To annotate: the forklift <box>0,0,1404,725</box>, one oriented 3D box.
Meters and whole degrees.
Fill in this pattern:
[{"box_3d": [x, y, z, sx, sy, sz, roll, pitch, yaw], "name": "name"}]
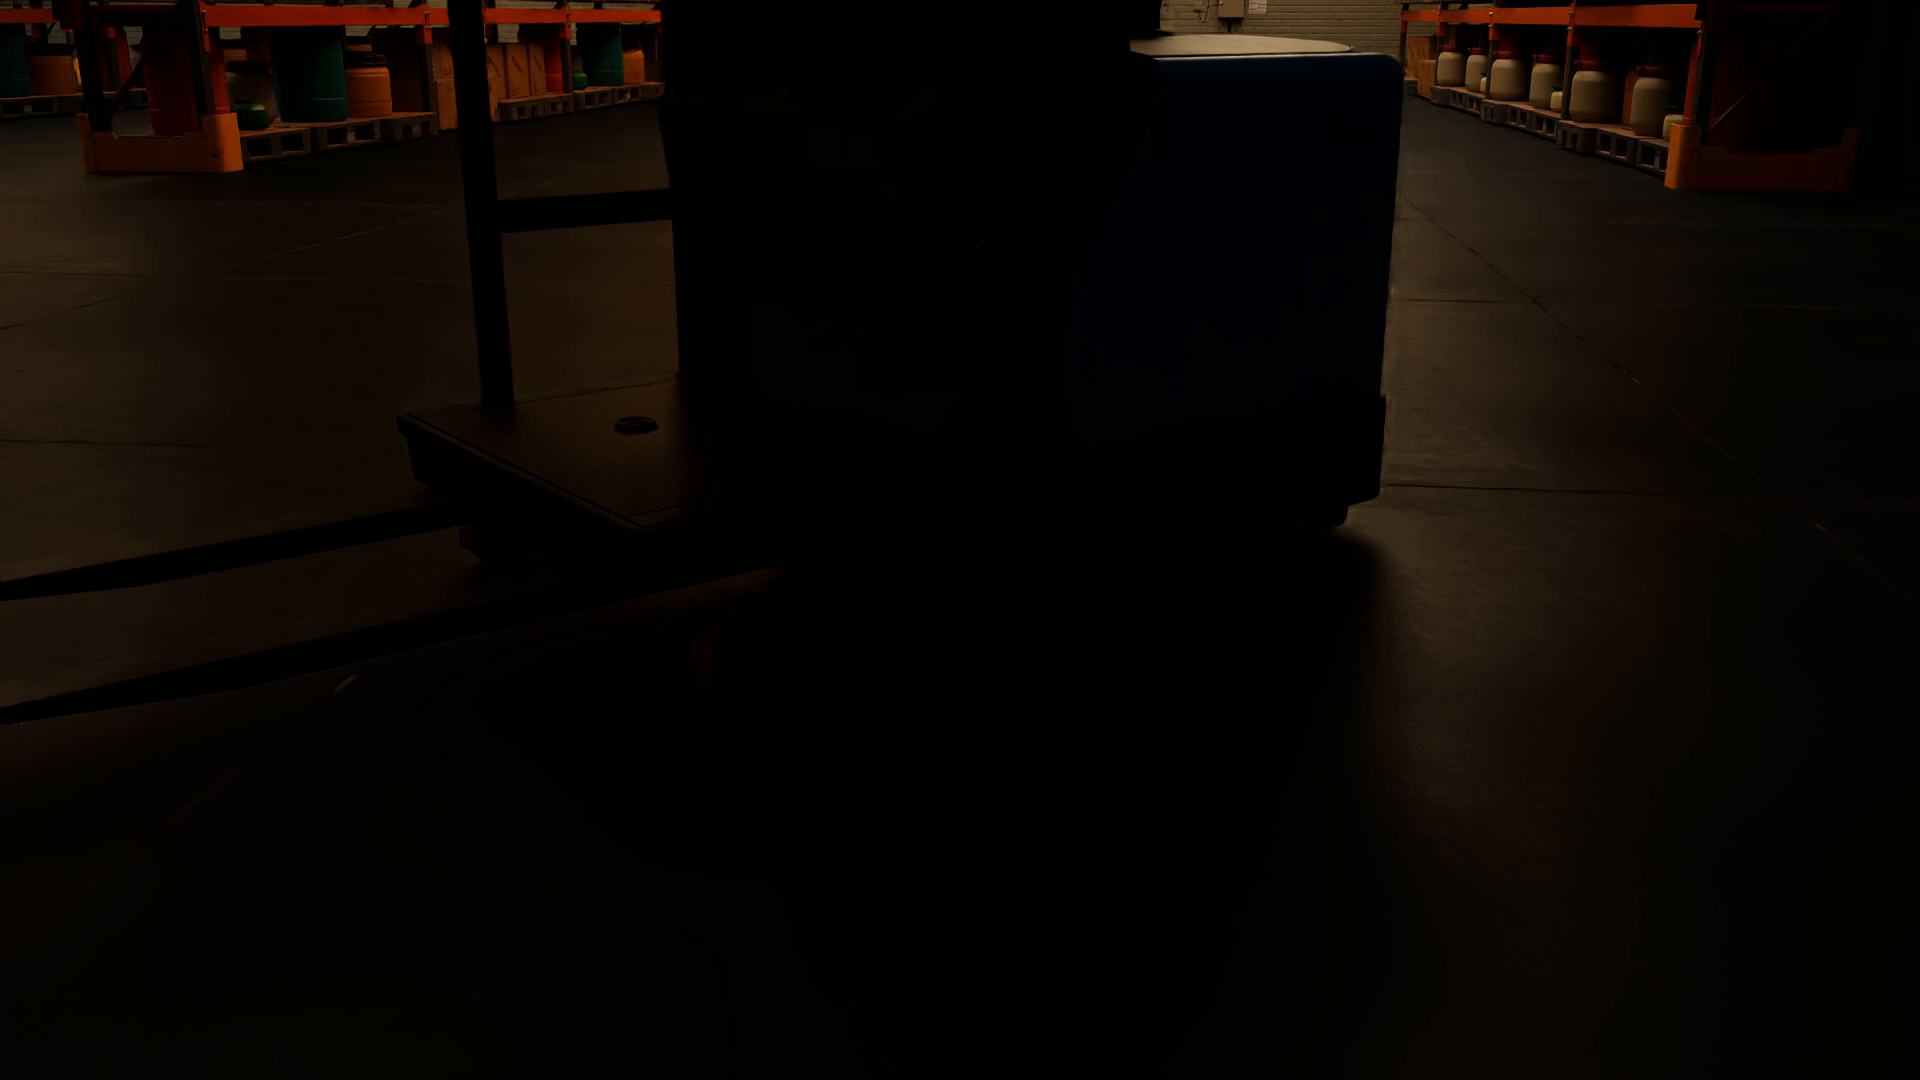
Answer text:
[{"box_3d": [-0.476, -1.282, 3.019, 3.031, 2.935, 1.130, -13, 22, -36], "name": "forklift"}]
